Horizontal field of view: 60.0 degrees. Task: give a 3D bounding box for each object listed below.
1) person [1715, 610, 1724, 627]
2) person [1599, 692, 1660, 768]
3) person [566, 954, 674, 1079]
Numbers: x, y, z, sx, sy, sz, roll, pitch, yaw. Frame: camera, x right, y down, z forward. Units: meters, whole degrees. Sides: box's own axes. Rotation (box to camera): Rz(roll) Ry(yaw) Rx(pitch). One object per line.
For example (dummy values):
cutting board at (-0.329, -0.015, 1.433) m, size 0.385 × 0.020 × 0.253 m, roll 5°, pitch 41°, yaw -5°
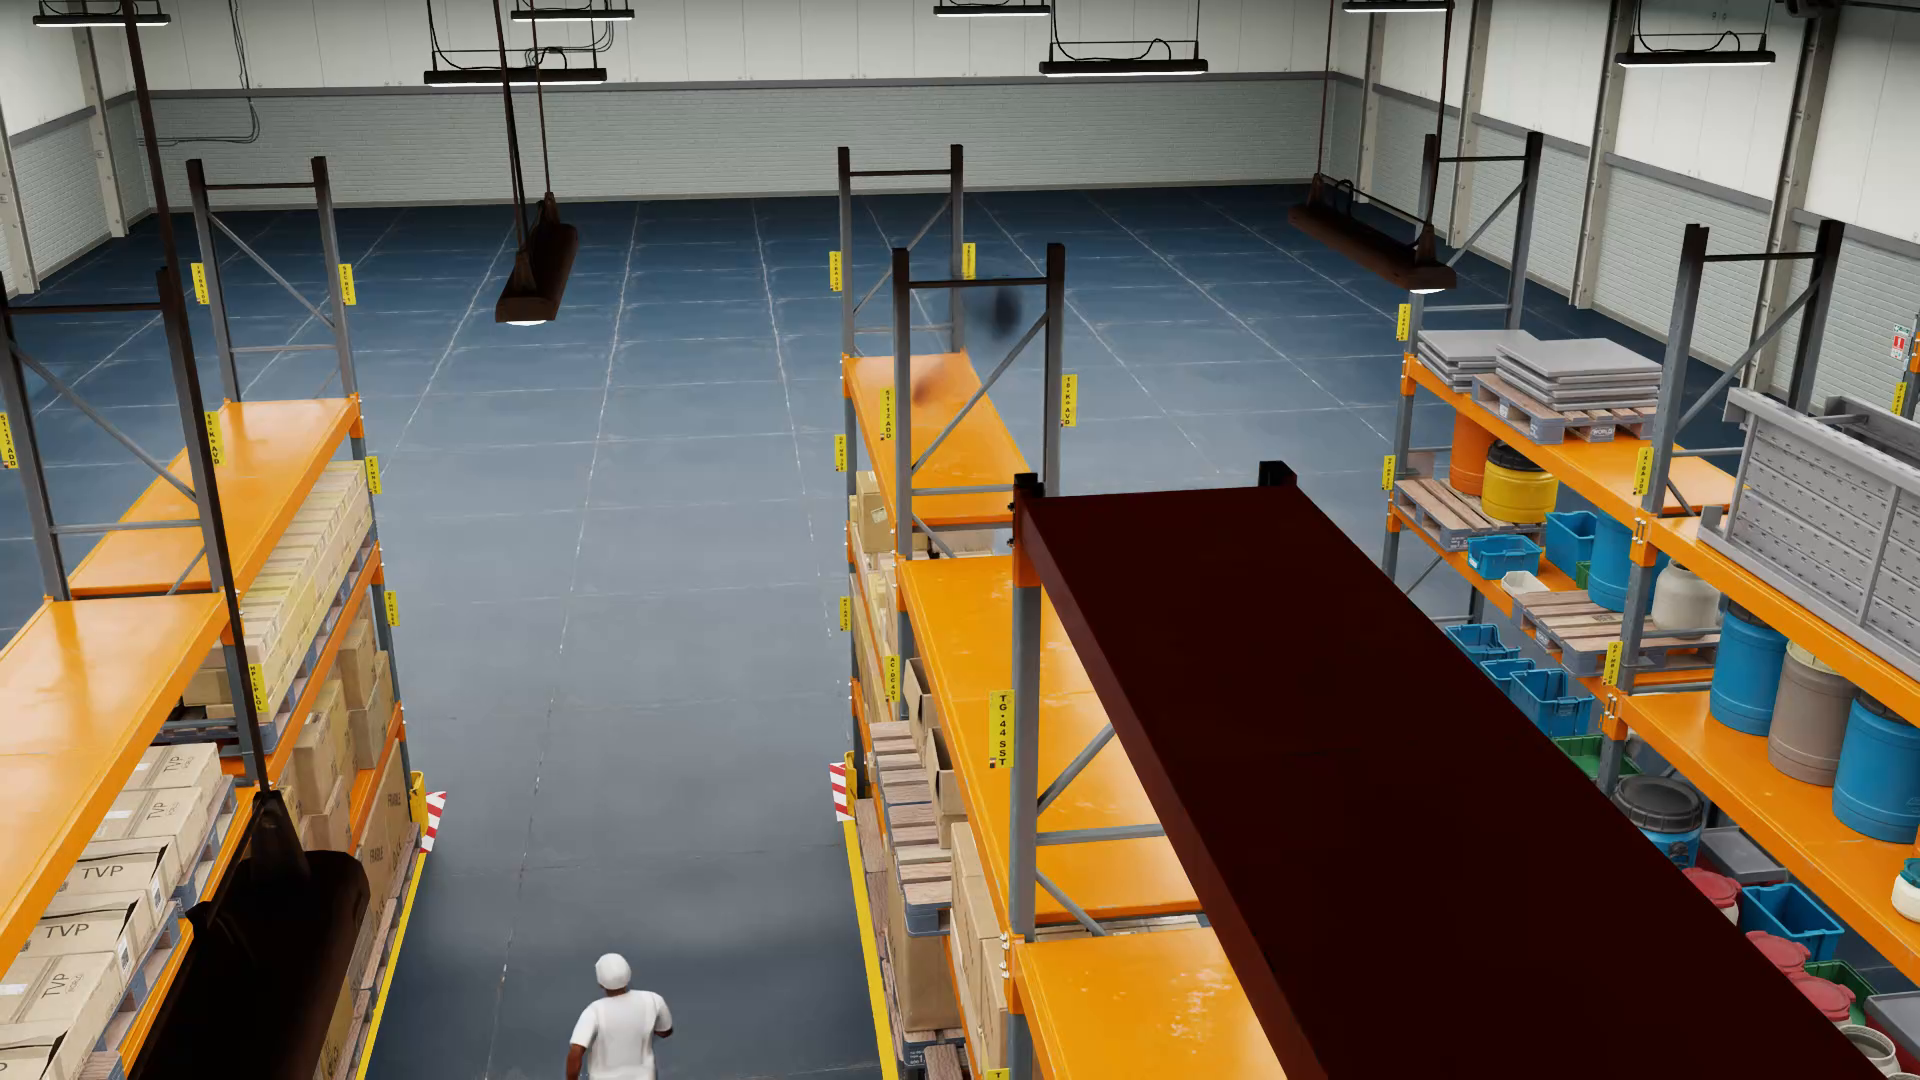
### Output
person at (8.155, 0.472, 18.126) m, size 0.922 × 1.664 × 0.576 m, roll 5°, pitch 22°, yaw 13°
person at (6.038, 1.745, 15.034) m, size 0.587 × 1.698 × 0.755 m, roll -4°, pitch 22°, yaw -9°
person at (-2.132, 3.460, 10.535) m, size 0.728 × 1.793 × 0.839 m, roll -9°, pitch 23°, yaw -21°
